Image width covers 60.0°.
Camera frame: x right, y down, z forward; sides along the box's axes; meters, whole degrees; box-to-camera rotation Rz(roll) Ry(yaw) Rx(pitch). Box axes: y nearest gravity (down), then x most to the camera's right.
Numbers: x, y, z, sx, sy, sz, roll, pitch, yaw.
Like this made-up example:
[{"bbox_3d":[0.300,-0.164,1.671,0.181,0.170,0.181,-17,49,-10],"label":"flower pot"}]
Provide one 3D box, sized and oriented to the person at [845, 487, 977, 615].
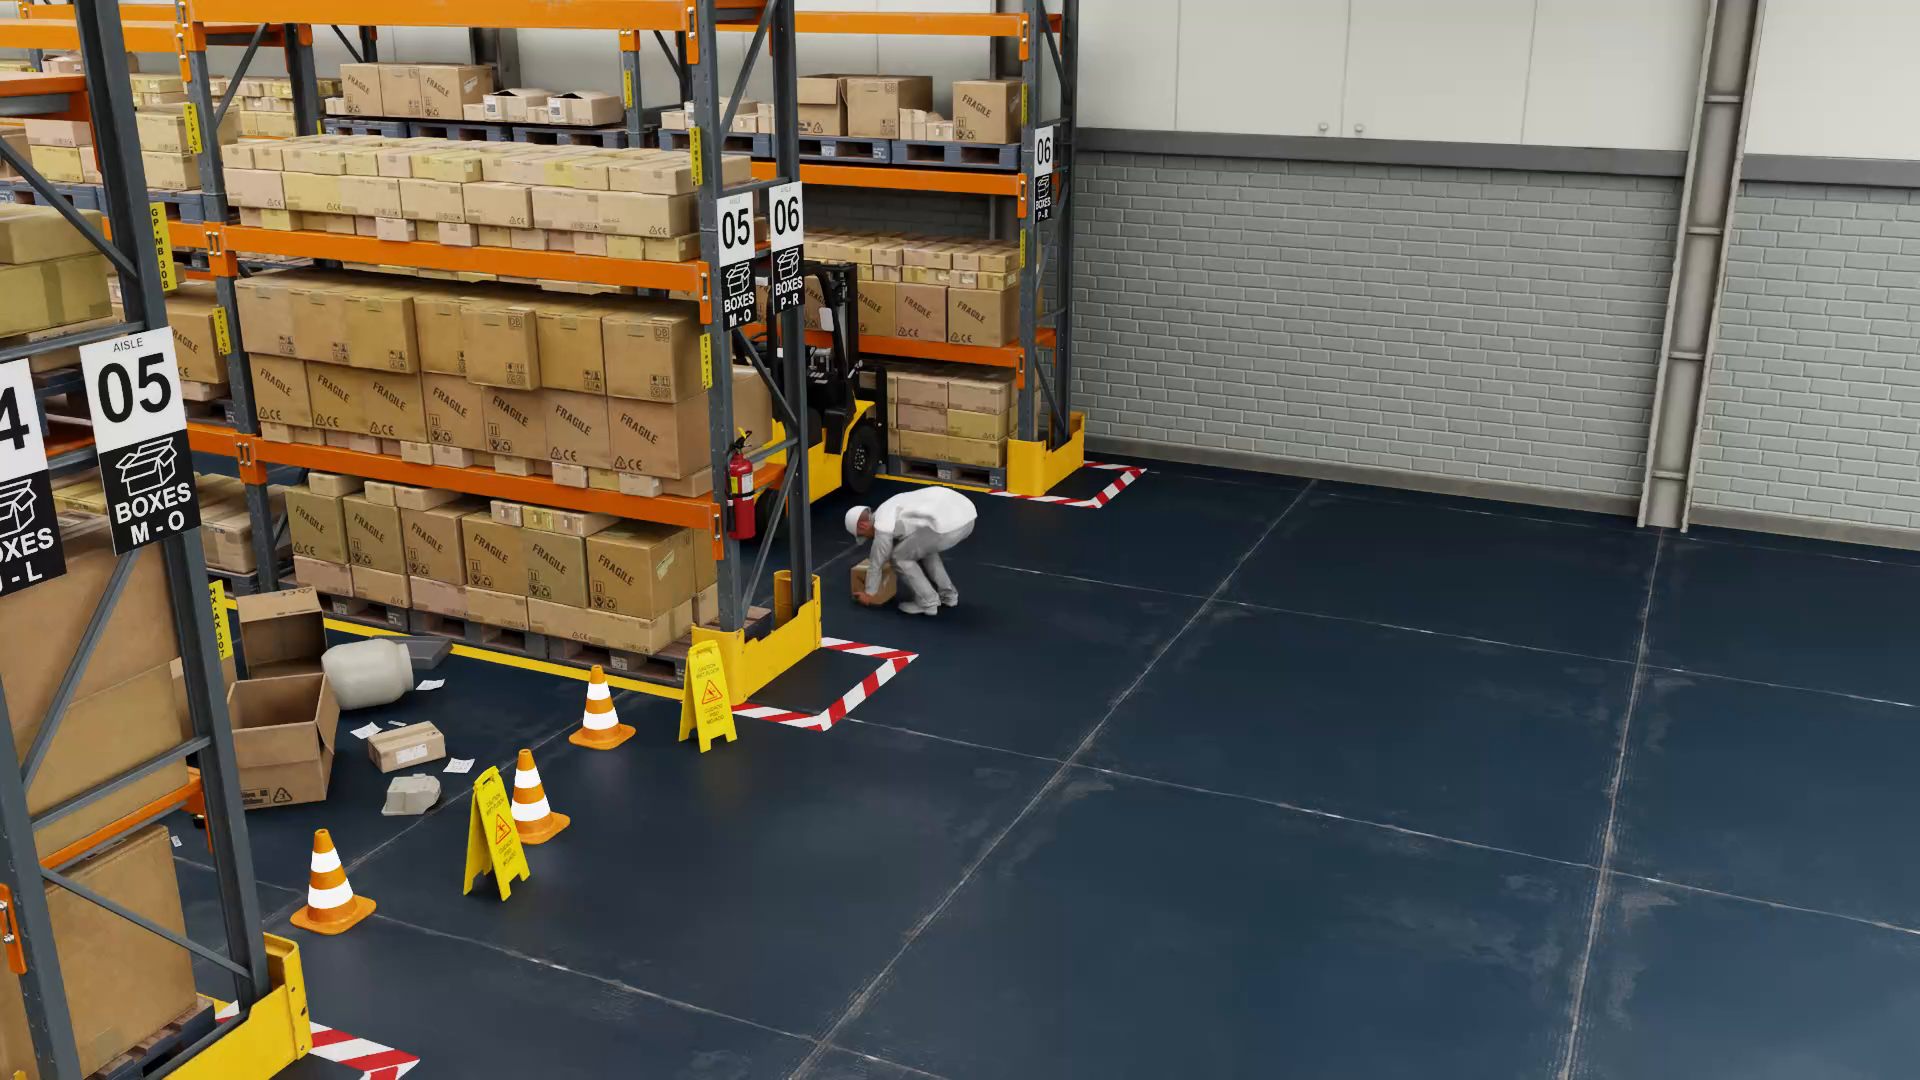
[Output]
[{"bbox_3d":[-0.379,0.048,12.202,0.998,0.923,0.504,7,20,20],"label":"person"}]
